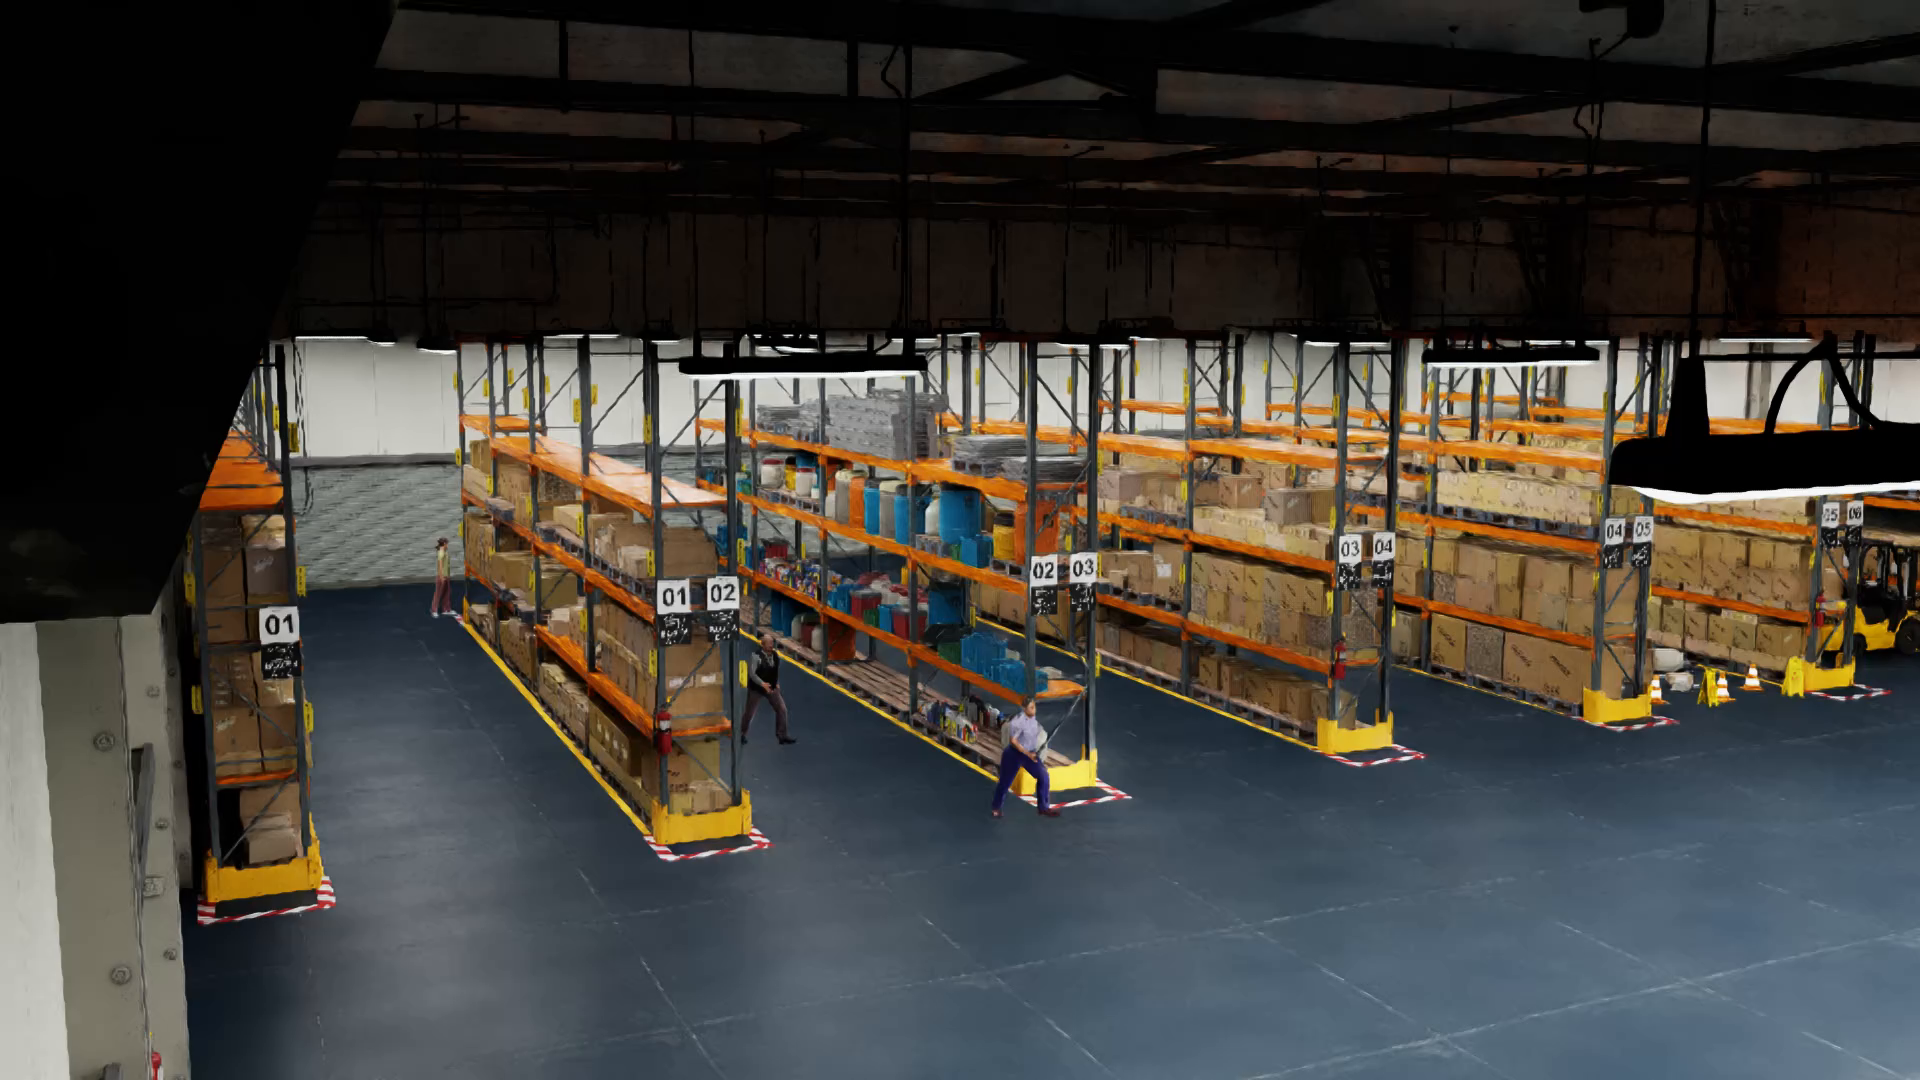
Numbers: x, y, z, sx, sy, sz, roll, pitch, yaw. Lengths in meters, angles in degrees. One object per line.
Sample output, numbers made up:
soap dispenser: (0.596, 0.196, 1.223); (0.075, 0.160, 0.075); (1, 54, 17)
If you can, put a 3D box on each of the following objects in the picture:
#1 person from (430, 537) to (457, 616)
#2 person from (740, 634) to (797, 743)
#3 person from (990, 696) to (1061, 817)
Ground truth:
person: (-10.982, 0.770, 35.229); (0.527, 1.672, 0.555); (-2, 8, -11)
person: (-2.911, 2.198, 24.614); (0.674, 1.660, 0.842); (-7, 10, -41)
person: (0.792, 2.722, 21.005); (0.660, 1.585, 0.785); (-8, 11, -44)
